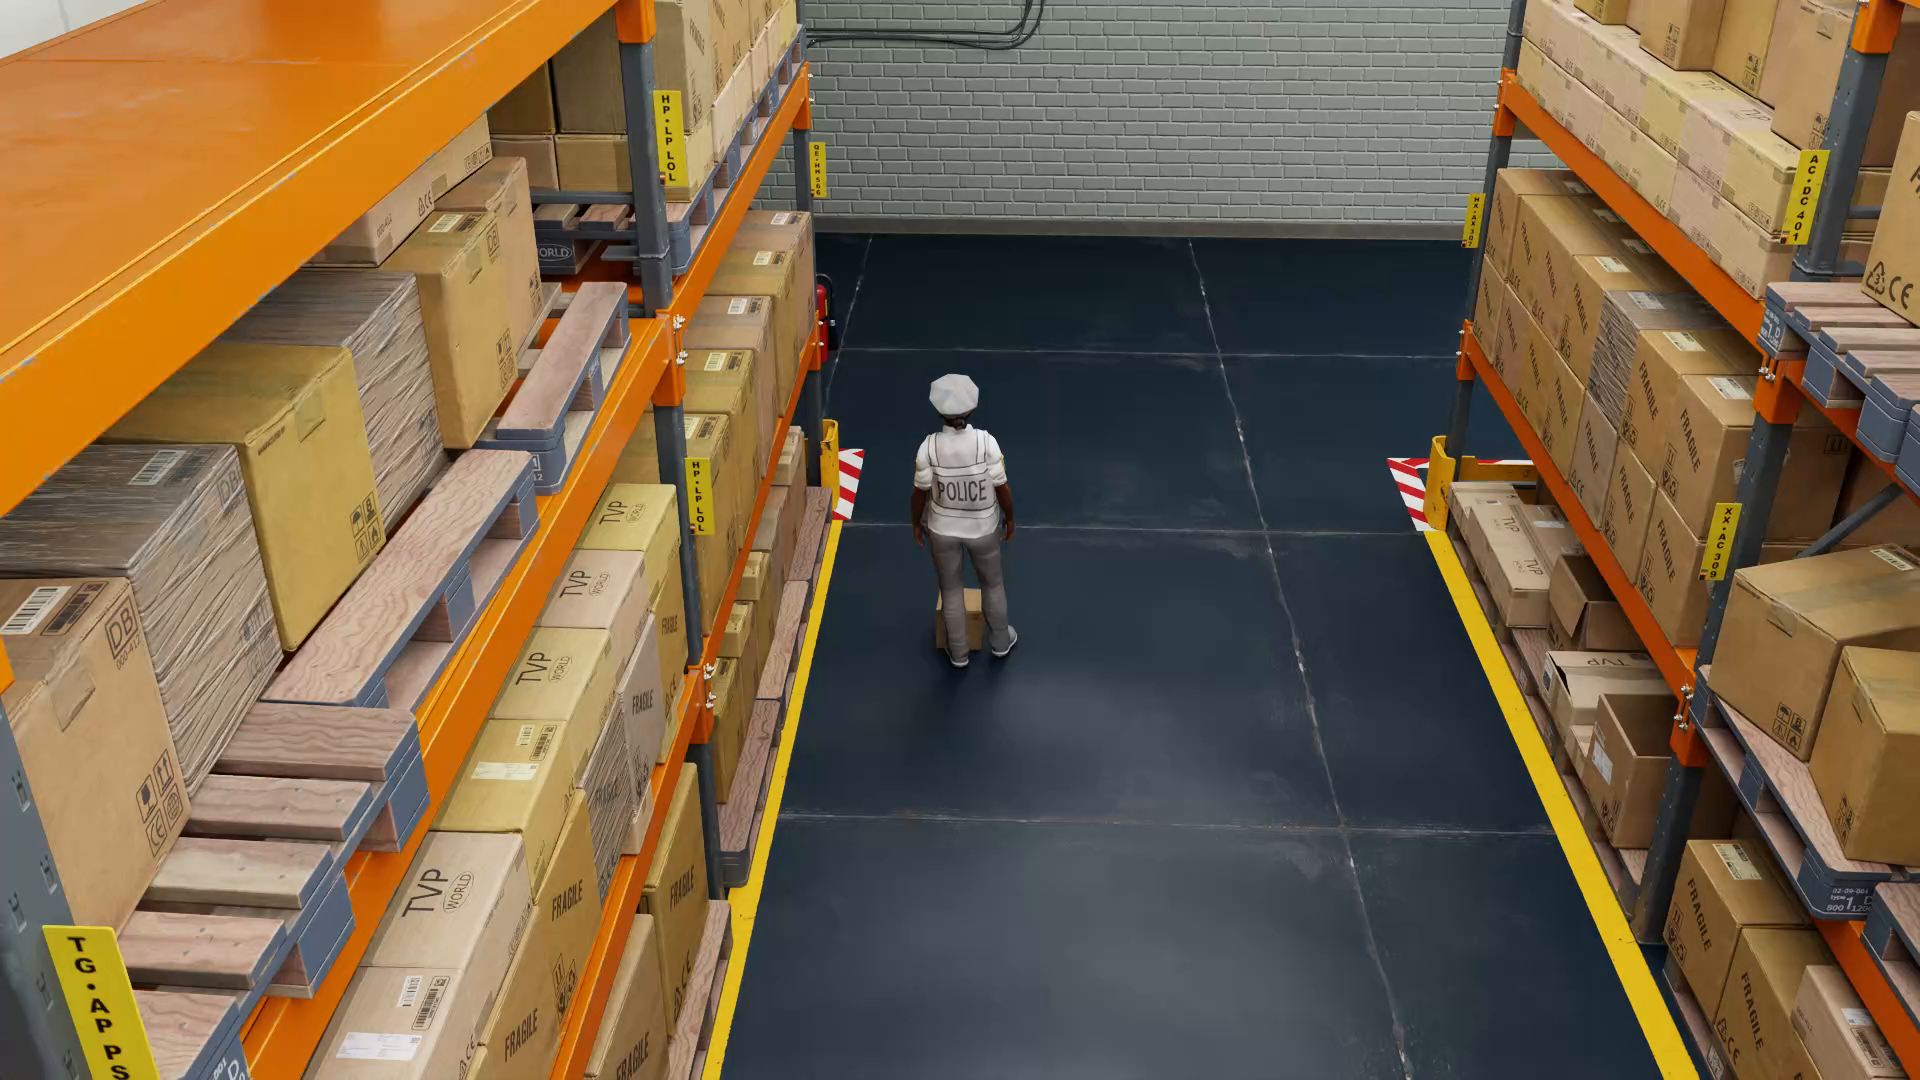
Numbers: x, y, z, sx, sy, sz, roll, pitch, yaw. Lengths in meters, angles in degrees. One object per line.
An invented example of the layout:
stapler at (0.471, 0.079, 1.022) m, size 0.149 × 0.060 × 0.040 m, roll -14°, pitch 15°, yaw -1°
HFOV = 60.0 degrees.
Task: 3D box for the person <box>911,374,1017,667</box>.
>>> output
person at (0.030, -0.107, 8.767) m, size 0.569 × 1.694 × 0.529 m, roll 1°, pitch 28°, yaw 1°
